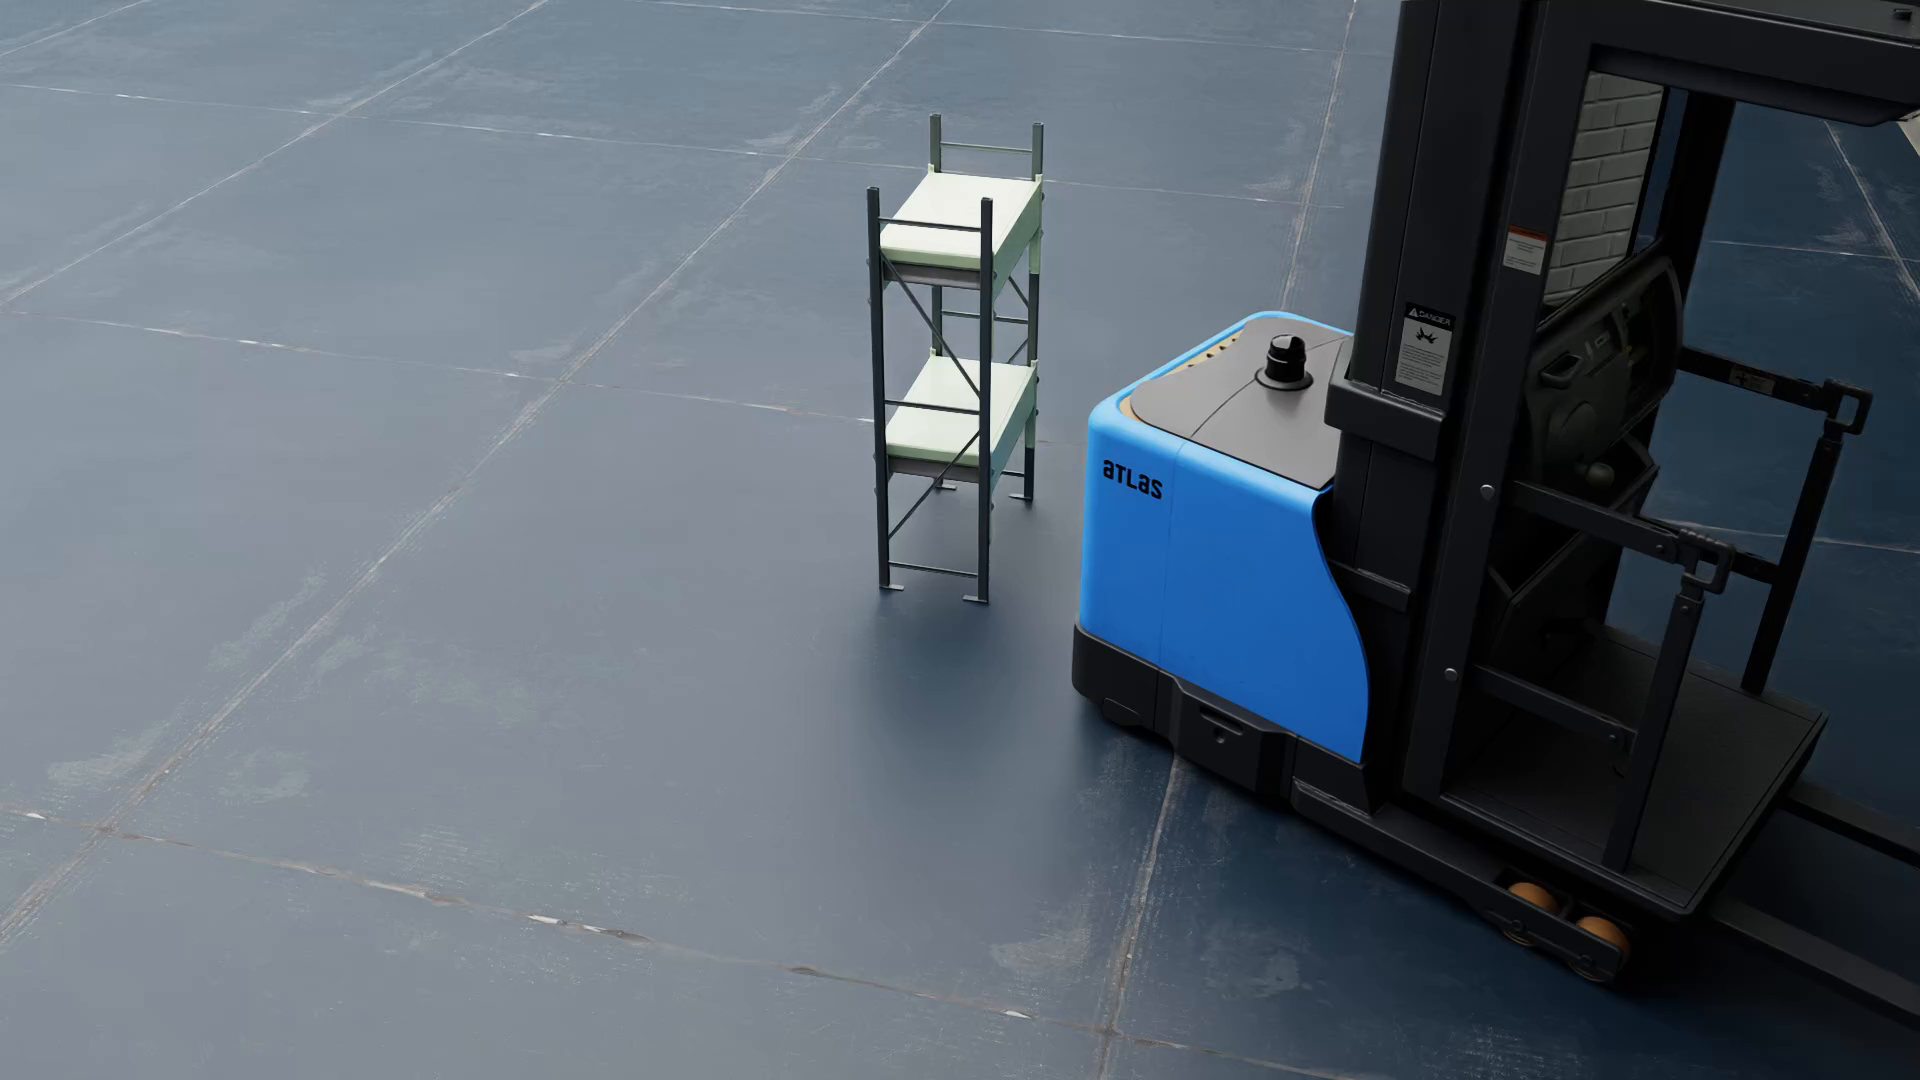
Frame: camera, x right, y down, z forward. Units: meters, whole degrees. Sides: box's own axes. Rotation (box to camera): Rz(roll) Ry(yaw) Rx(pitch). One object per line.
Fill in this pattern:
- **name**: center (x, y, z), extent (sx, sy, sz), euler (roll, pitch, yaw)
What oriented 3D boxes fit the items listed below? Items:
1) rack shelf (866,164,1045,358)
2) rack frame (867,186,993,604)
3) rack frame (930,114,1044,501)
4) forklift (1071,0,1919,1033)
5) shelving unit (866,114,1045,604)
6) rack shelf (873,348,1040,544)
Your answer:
- **rack shelf**: center (-0.002, -0.959, 5.633), extent (0.431, 0.370, 0.720), euler (8, 33, 12)
- **rack frame**: center (-0.095, -0.440, 5.543), extent (0.400, 1.500, 0.023), euler (8, 33, 12)
- **rack frame**: center (0.091, -0.819, 6.141), extent (0.400, 1.500, 0.023), euler (8, 33, 12)
- **forklift**: center (1.802, -0.389, 4.130), extent (3.031, 2.935, 1.130), euler (25, 40, 34)
- **shelving unit**: center (-0.002, -0.629, 5.842), extent (0.431, 1.500, 0.755), euler (8, 33, 12)
- **rack shelf**: center (-0.002, -0.354, 6.017), extent (0.431, 0.370, 0.720), euler (8, 33, 12)
